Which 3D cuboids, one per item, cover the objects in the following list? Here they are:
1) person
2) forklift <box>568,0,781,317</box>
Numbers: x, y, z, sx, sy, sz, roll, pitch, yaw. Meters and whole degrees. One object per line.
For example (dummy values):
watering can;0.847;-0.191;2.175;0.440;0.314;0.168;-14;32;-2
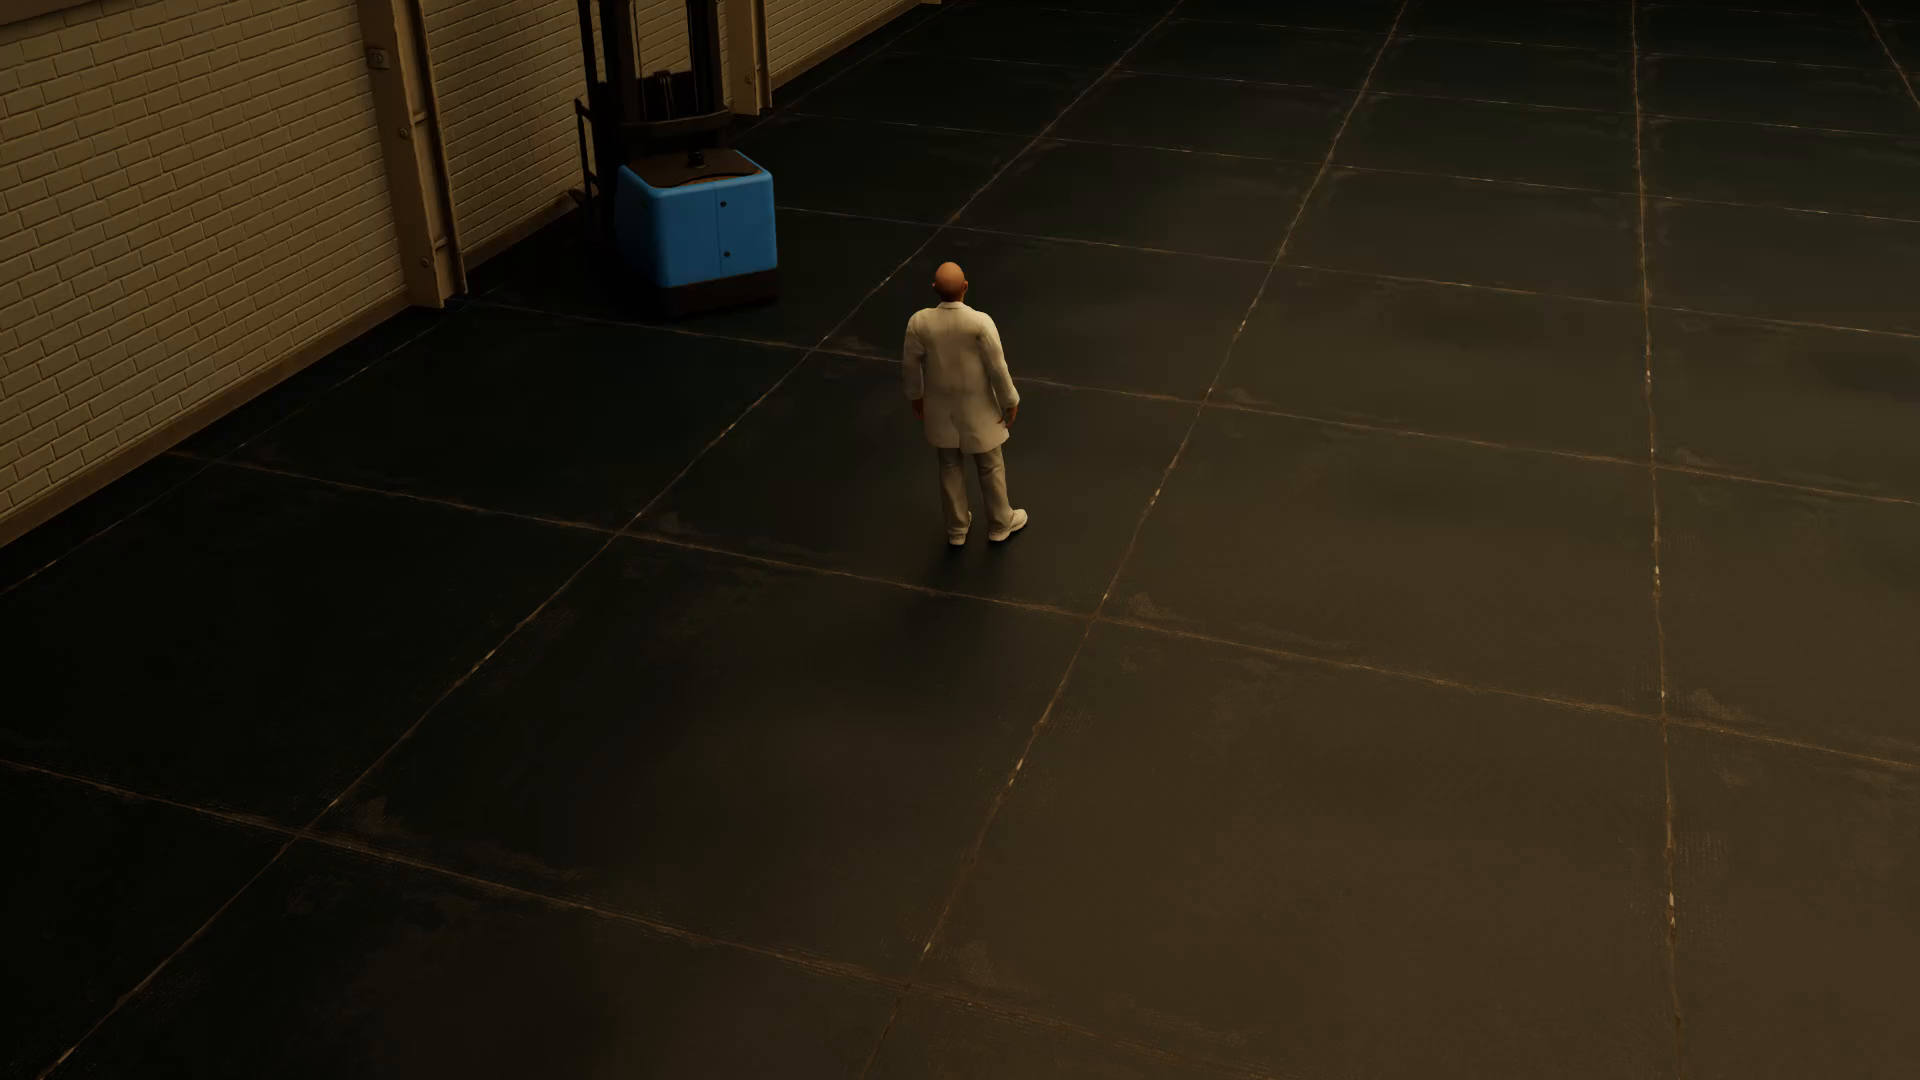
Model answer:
person;0.033;-0.821;9.727;0.696;1.777;0.578;10;31;16
forklift;-2.590;-3.722;13.665;1.130;2.935;3.031;-15;33;-24
